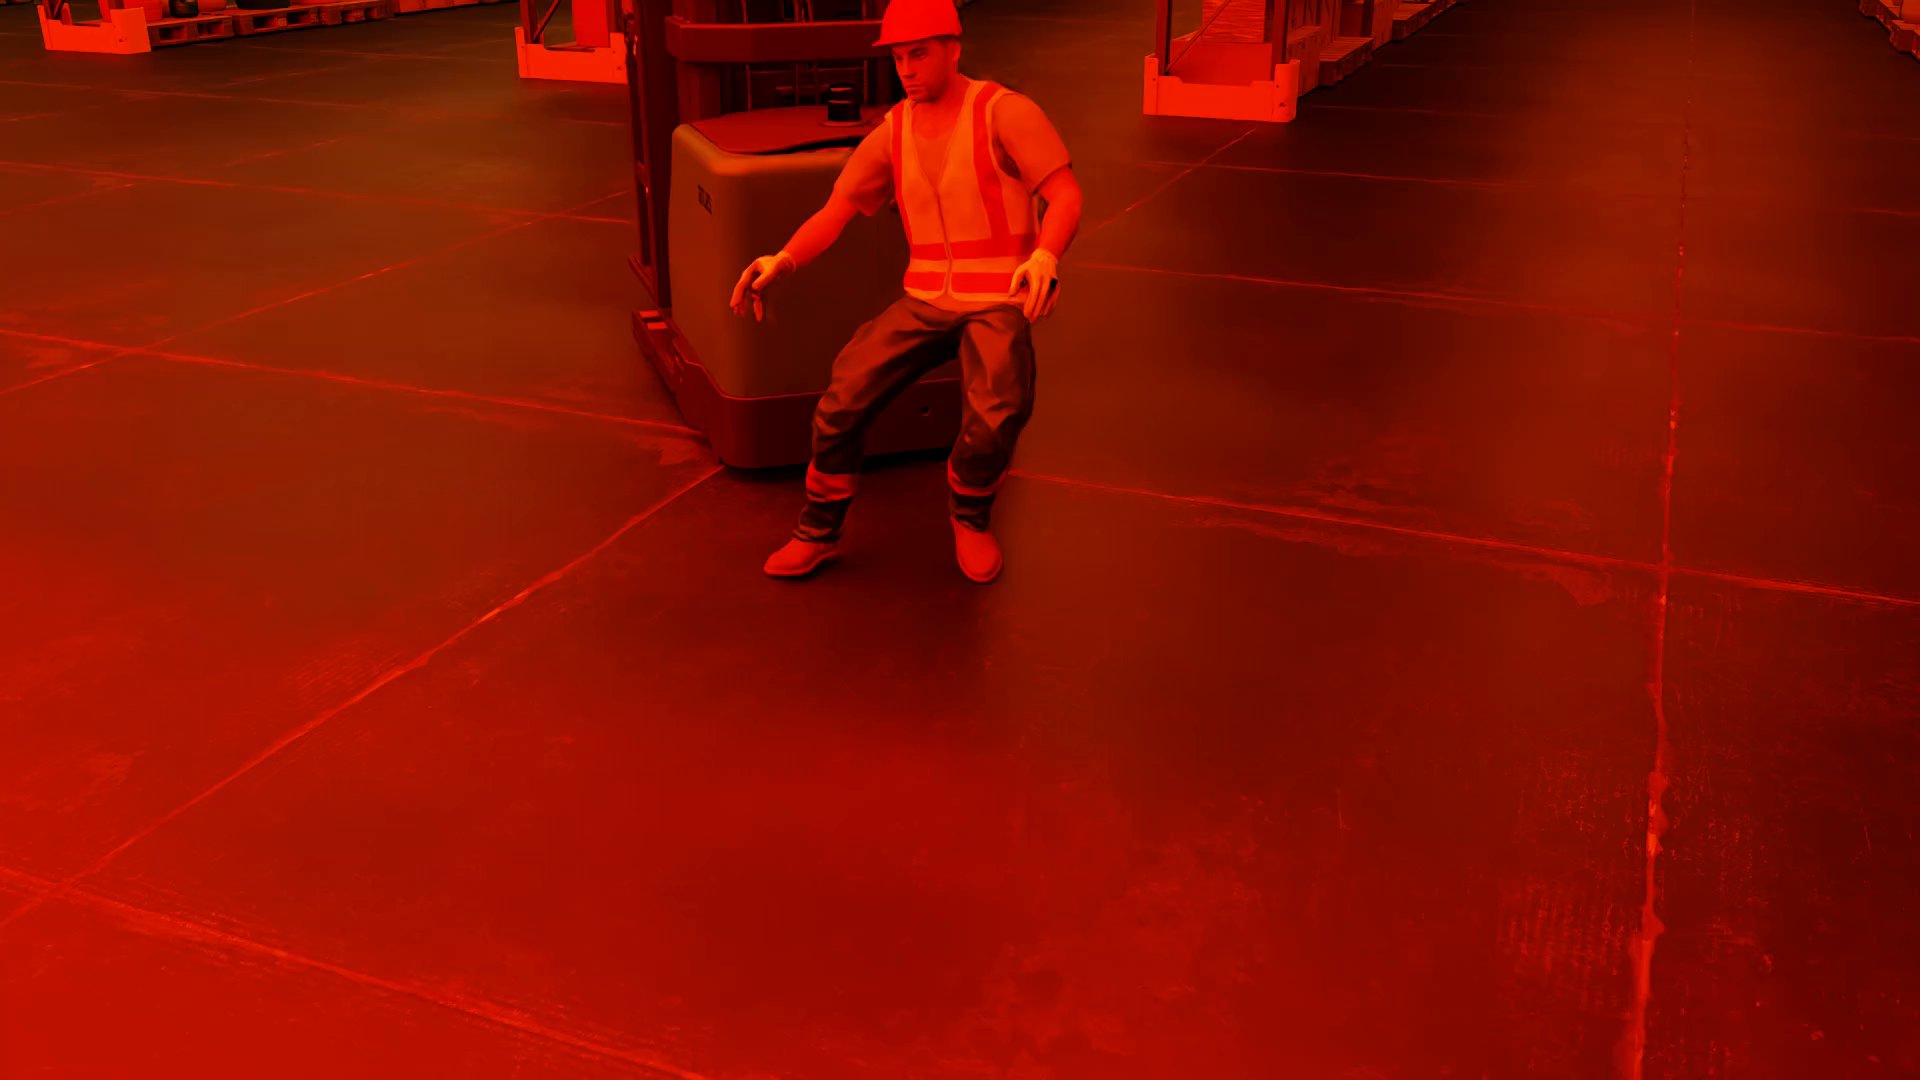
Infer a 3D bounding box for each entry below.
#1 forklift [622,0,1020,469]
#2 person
[{"bbox_3d":[-0.747,-2.126,6.380,1.130,2.935,3.031,-8,24,-17],"label":"forklift"},{"bbox_3d":[-0.099,-0.634,4.511,0.874,1.627,0.691,11,25,25],"label":"person"}]
